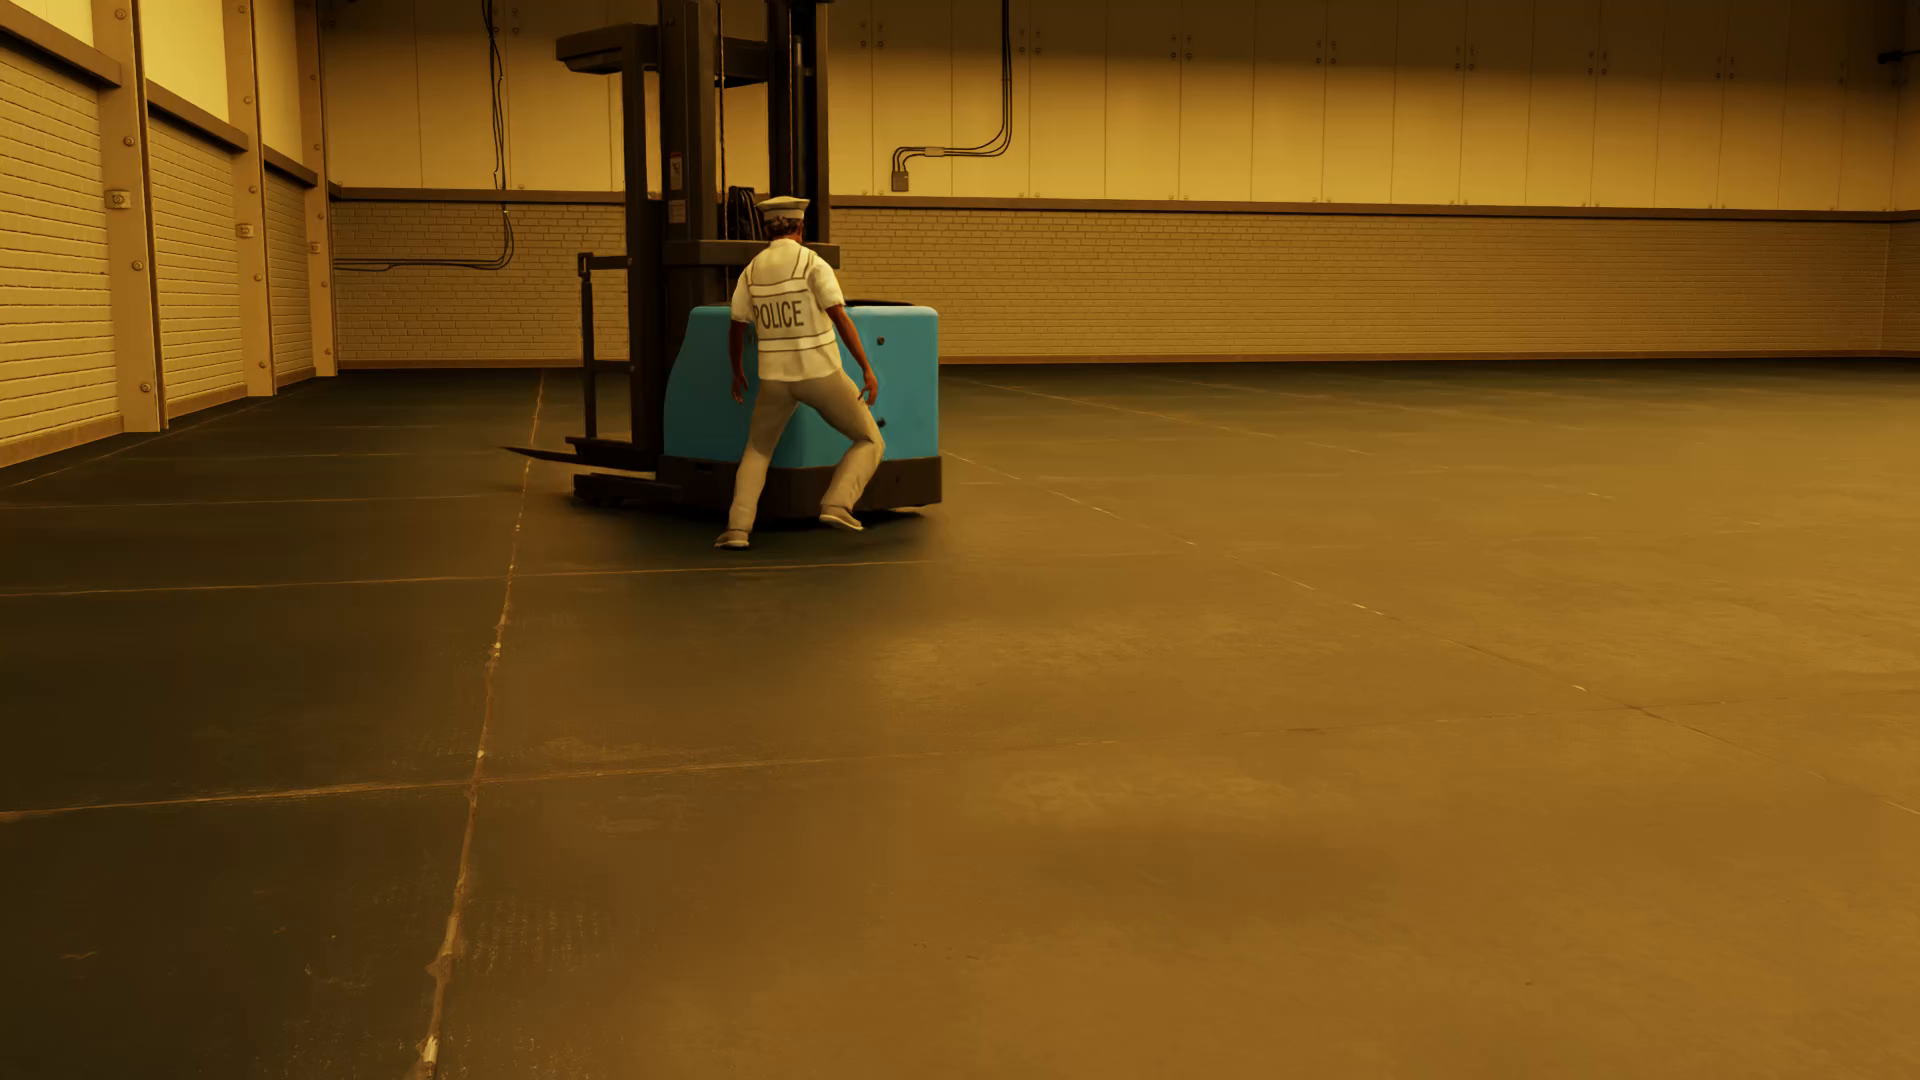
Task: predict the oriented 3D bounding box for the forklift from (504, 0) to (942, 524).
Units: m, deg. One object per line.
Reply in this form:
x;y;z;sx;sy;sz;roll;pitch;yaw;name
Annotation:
-1.483;-1.678;9.121;1.130;2.935;3.031;-8;11;-44;forklift

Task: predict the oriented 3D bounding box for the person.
-0.715;-0.734;7.418;0.835;1.566;0.540;4;9;27;person
